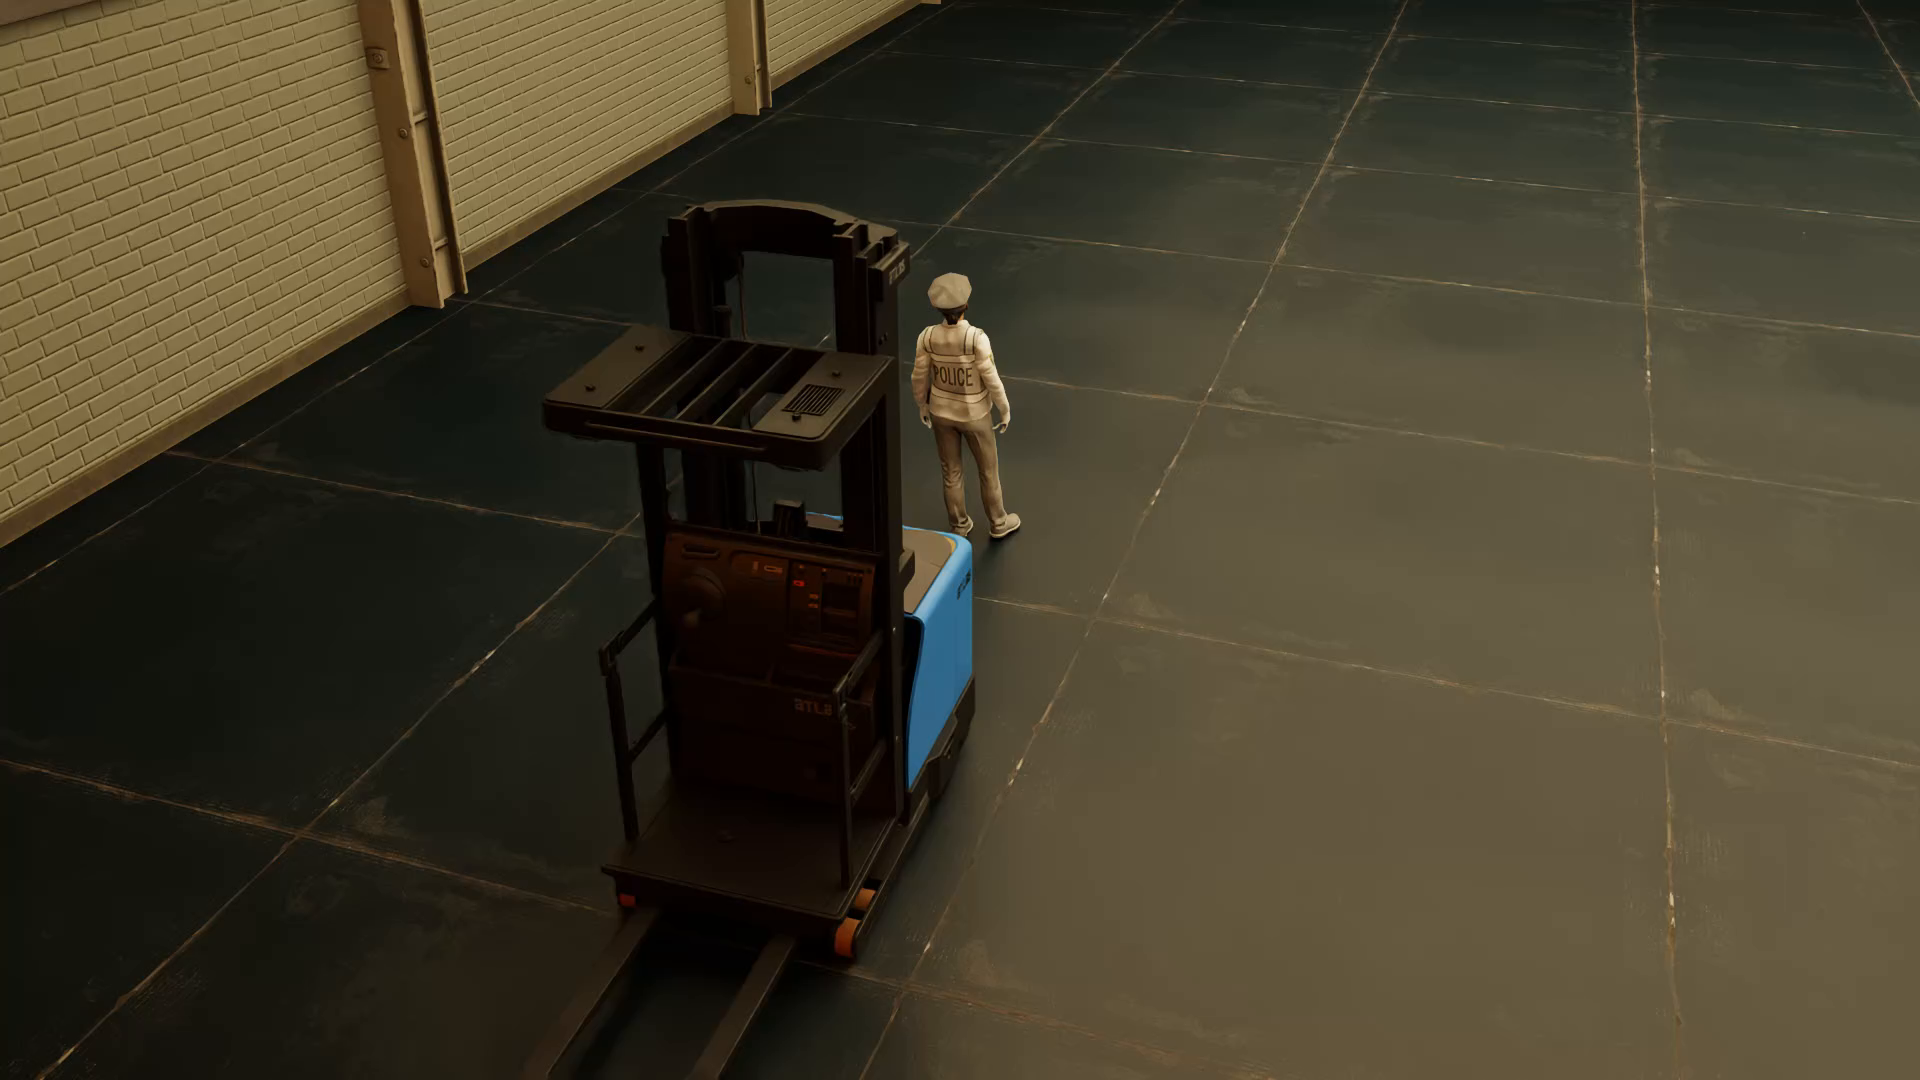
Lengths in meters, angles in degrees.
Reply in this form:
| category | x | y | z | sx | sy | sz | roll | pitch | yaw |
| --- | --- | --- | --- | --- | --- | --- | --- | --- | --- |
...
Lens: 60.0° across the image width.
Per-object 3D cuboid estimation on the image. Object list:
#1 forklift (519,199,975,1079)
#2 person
| category | x | y | z | sx | sy | sz | roll | pitch | yaw |
| --- | --- | --- | --- | --- | --- | --- | --- | --- | --- |
| forklift | -0.855 | 0.262 | 6.677 | 1.130 | 2.935 | 3.031 | 9 | 31 | 15 |
| person | 0.028 | -0.773 | 9.726 | 0.588 | 1.696 | 0.533 | 10 | 31 | 16 |
